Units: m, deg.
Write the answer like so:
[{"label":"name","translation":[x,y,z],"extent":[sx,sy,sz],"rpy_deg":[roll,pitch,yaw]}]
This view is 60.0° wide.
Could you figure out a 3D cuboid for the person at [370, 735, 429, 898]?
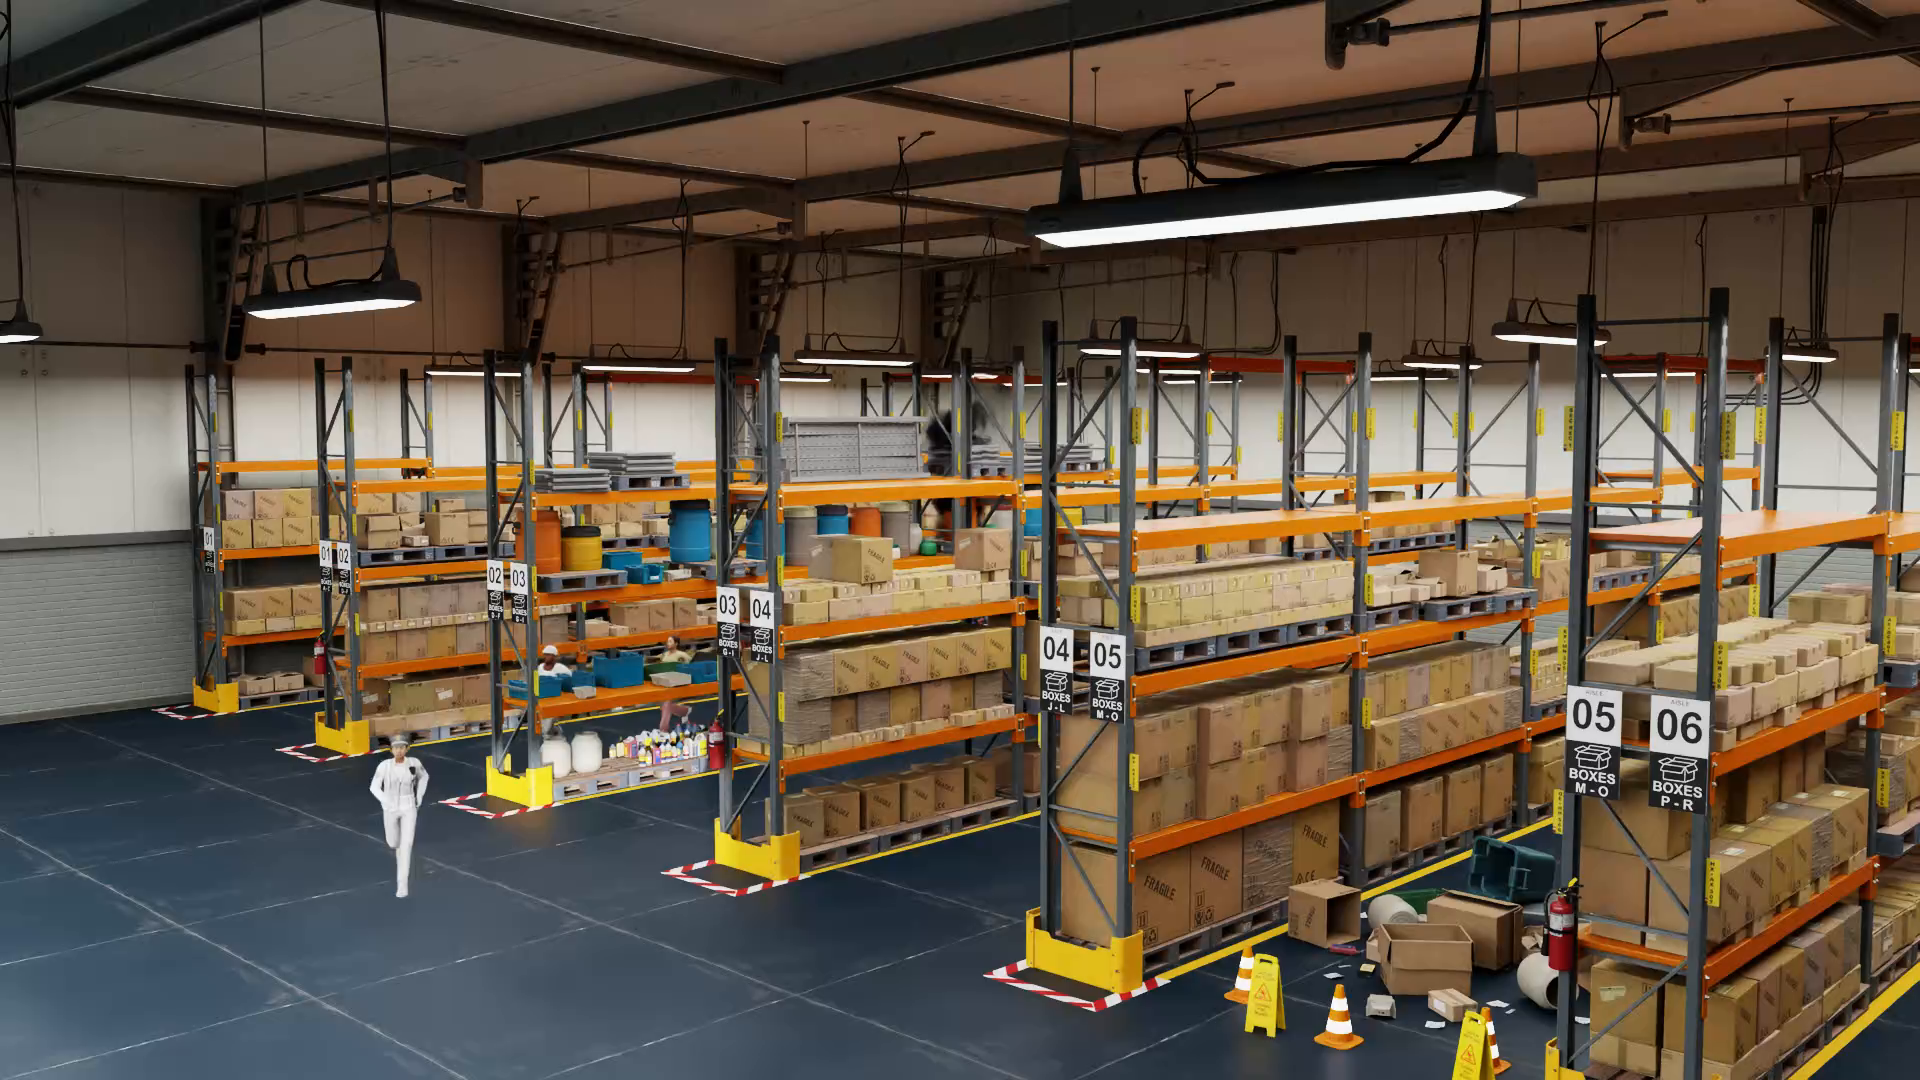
[{"label":"person","translation":[-6.122,2.950,18.171],"extent":[0.586,1.700,1.080],"rpy_deg":[-1,4,-11]}]

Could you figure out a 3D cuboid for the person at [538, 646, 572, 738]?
[{"label":"person","translation":[-6.051,2.425,24.727],"extent":[0.710,1.737,0.654],"rpy_deg":[2,5,22]}]

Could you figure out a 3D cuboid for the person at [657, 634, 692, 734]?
[{"label":"person","translation":[-4.565,2.331,26.501],"extent":[0.593,1.617,0.894],"rpy_deg":[3,5,35]}]
